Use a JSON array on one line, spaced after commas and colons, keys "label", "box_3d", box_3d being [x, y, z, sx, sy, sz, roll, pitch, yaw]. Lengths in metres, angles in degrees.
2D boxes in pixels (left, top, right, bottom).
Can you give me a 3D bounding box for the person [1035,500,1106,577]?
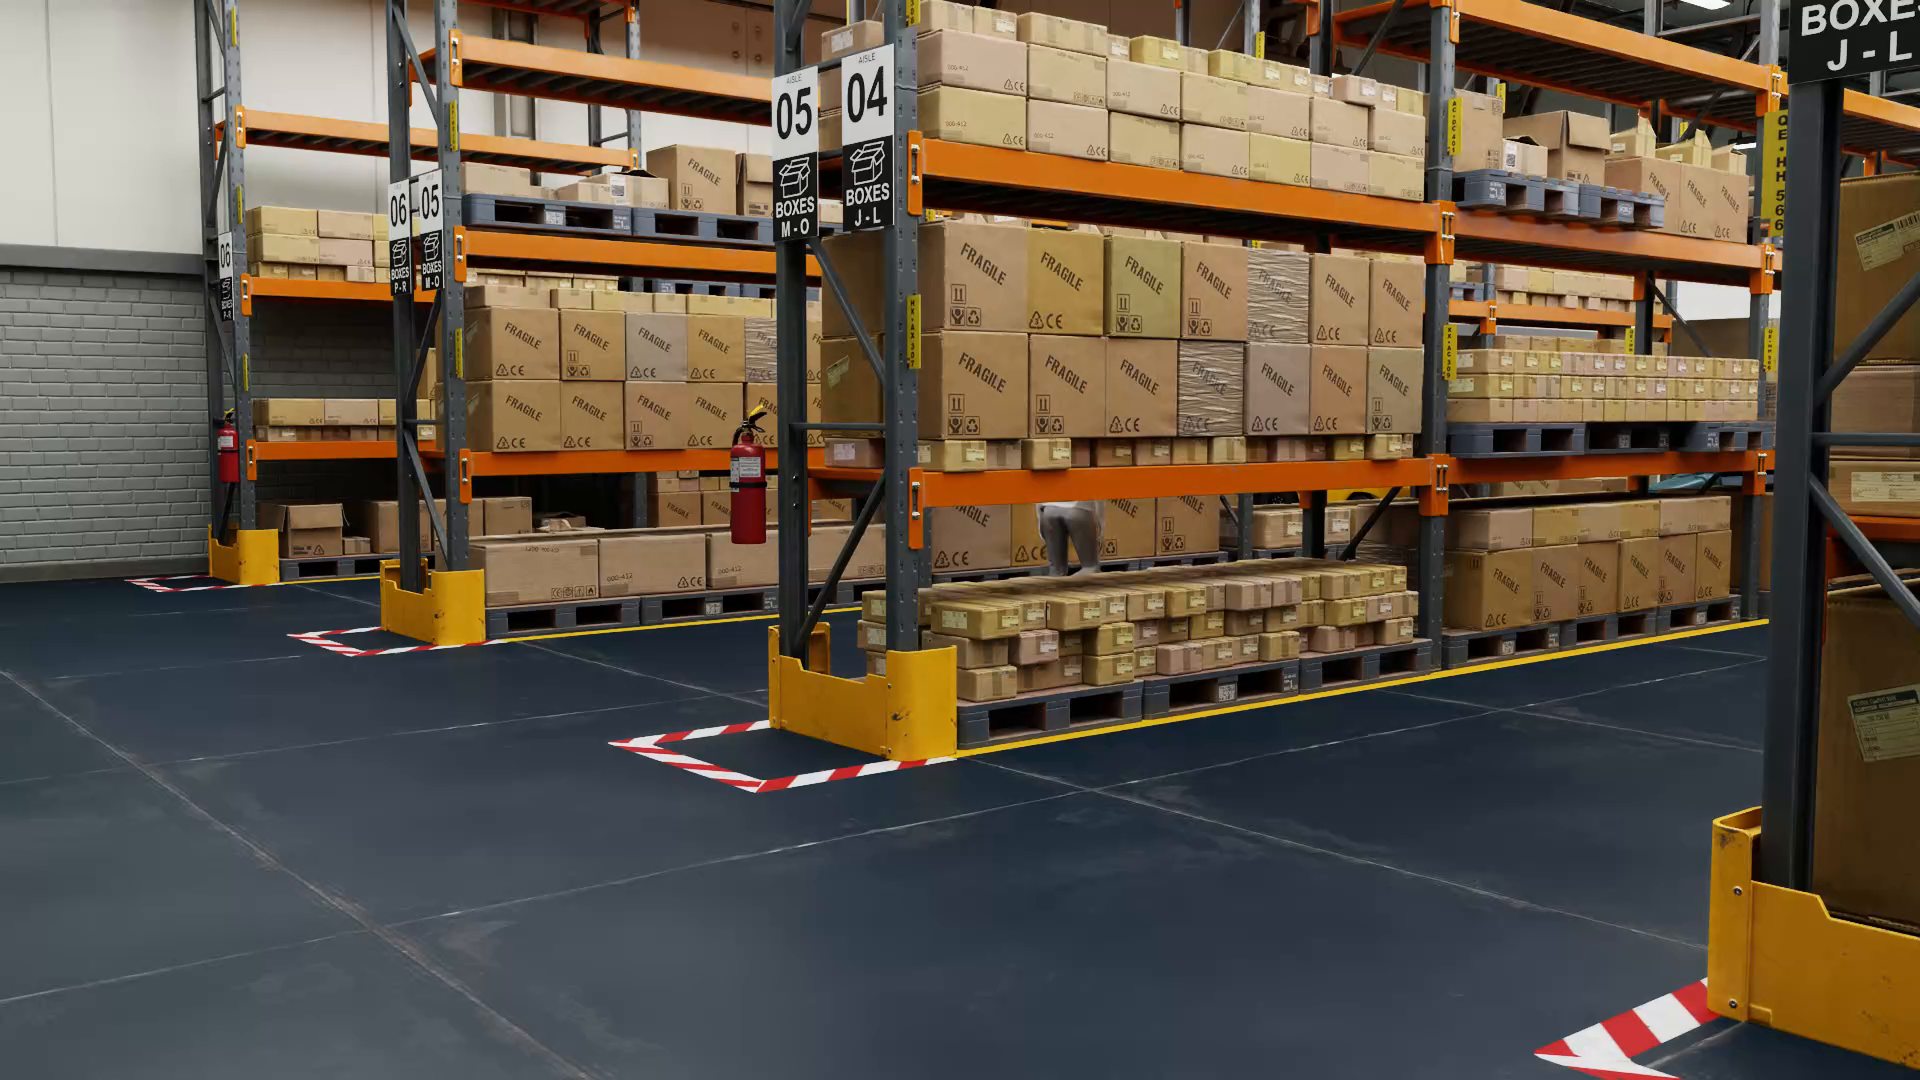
[{"label": "person", "box_3d": [0.718, -0.137, 11.338, 0.535, 1.661, 0.592, 2, 5, 27]}]
